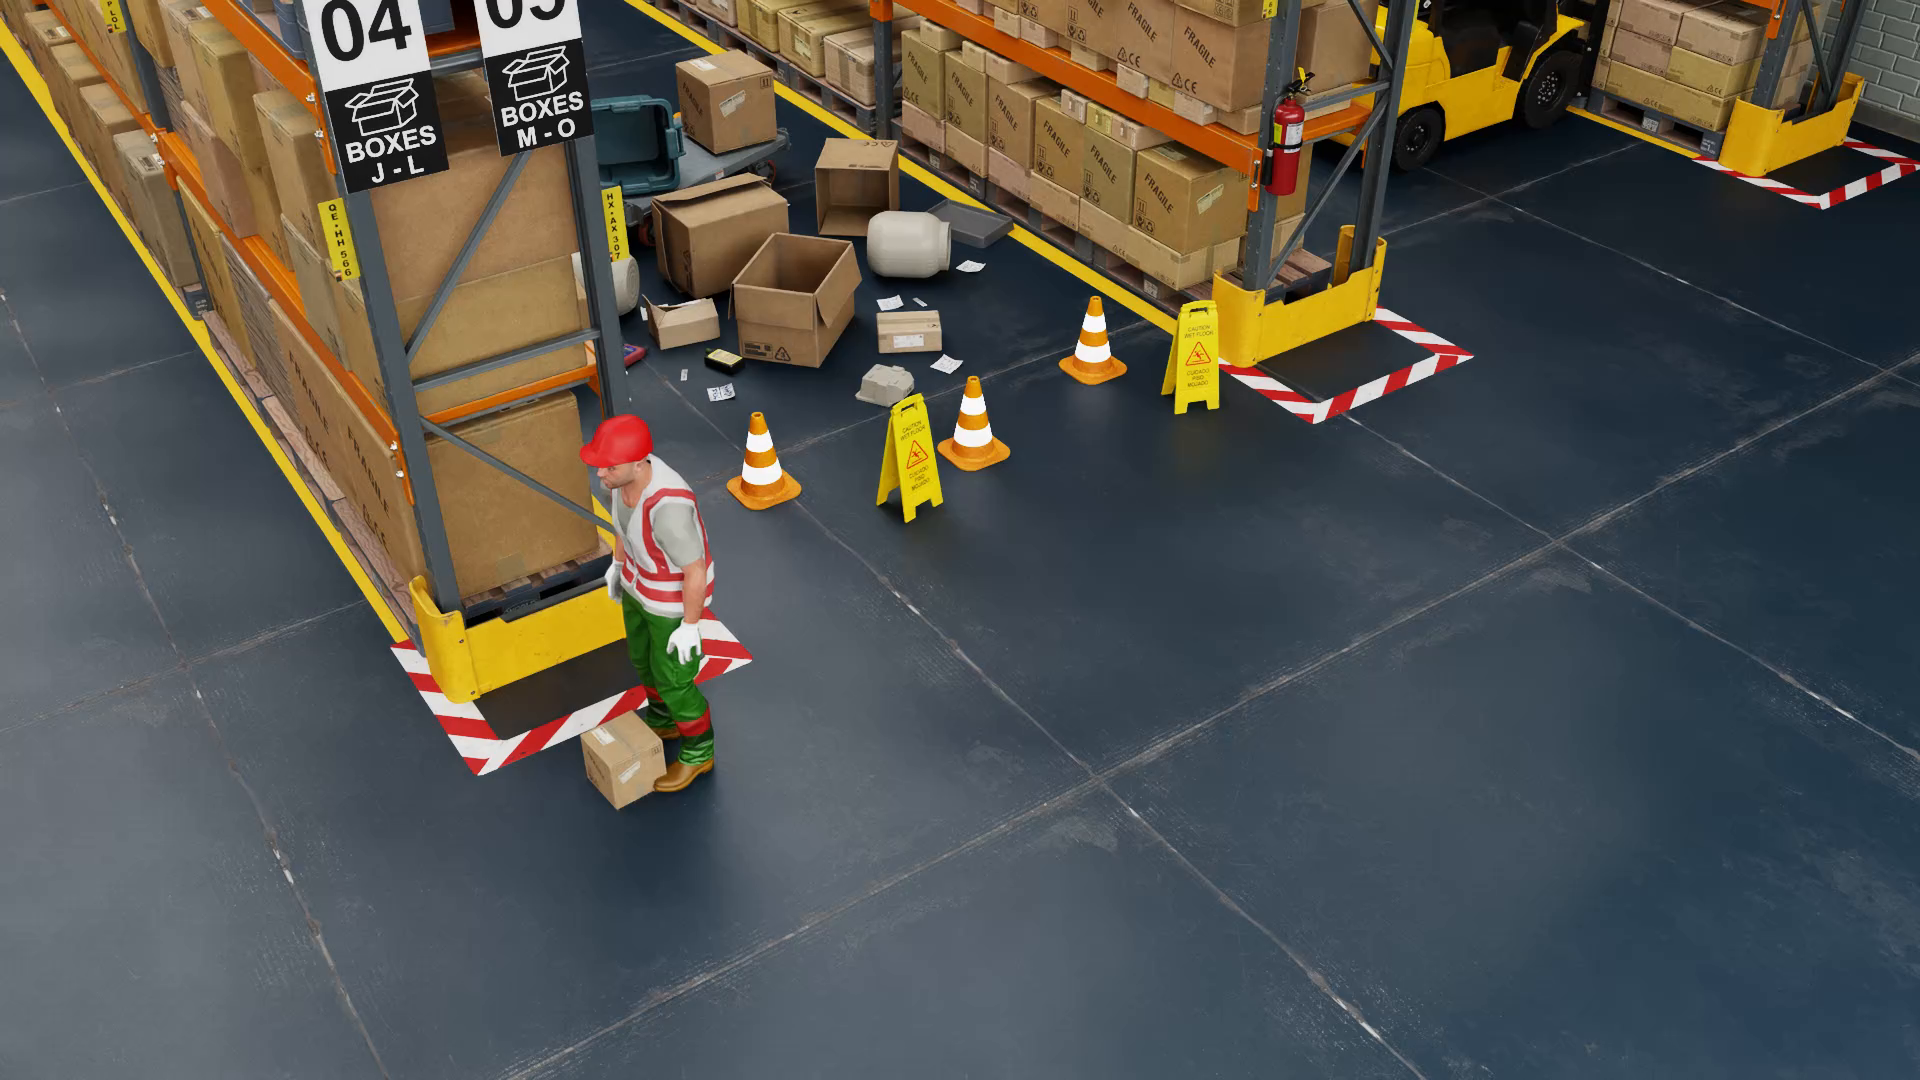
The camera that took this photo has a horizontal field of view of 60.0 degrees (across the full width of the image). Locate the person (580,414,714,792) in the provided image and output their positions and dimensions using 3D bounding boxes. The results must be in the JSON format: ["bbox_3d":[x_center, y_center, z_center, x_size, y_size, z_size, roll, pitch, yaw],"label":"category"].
[{"bbox_3d":[-1.222,0.239,6.661,0.451,1.779,0.618,-25,43,-30],"label":"person"}]
